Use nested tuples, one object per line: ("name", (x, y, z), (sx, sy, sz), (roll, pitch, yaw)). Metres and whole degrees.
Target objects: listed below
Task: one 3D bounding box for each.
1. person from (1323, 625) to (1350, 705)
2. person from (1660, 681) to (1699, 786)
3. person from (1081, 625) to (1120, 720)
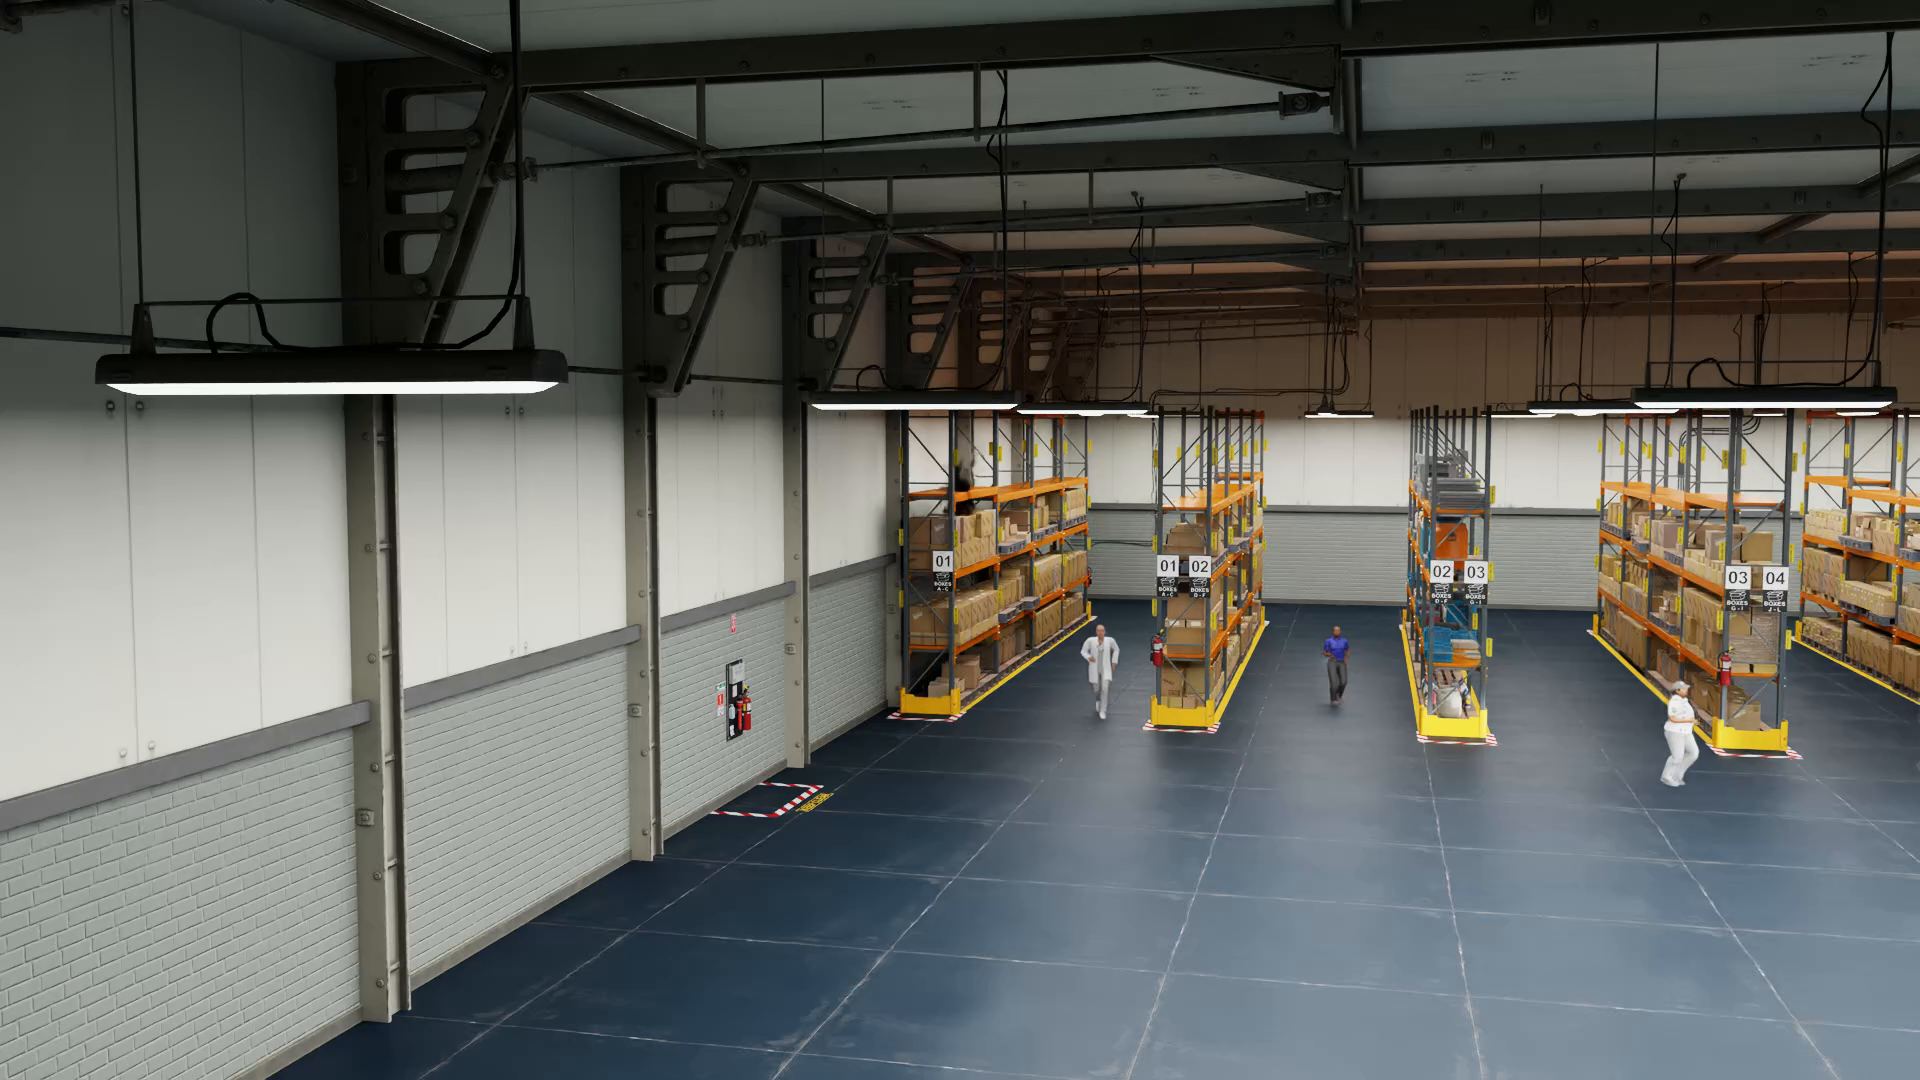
("person", (7.551, 2.520, 33.245), (0.563, 1.618, 0.572), (0, 4, 3))
("person", (11.314, 3.056, 26.072), (0.598, 1.693, 0.581), (-4, 6, -44))
("person", (2.721, 2.534, 32.297), (0.747, 1.788, 0.966), (0, 4, 5))
